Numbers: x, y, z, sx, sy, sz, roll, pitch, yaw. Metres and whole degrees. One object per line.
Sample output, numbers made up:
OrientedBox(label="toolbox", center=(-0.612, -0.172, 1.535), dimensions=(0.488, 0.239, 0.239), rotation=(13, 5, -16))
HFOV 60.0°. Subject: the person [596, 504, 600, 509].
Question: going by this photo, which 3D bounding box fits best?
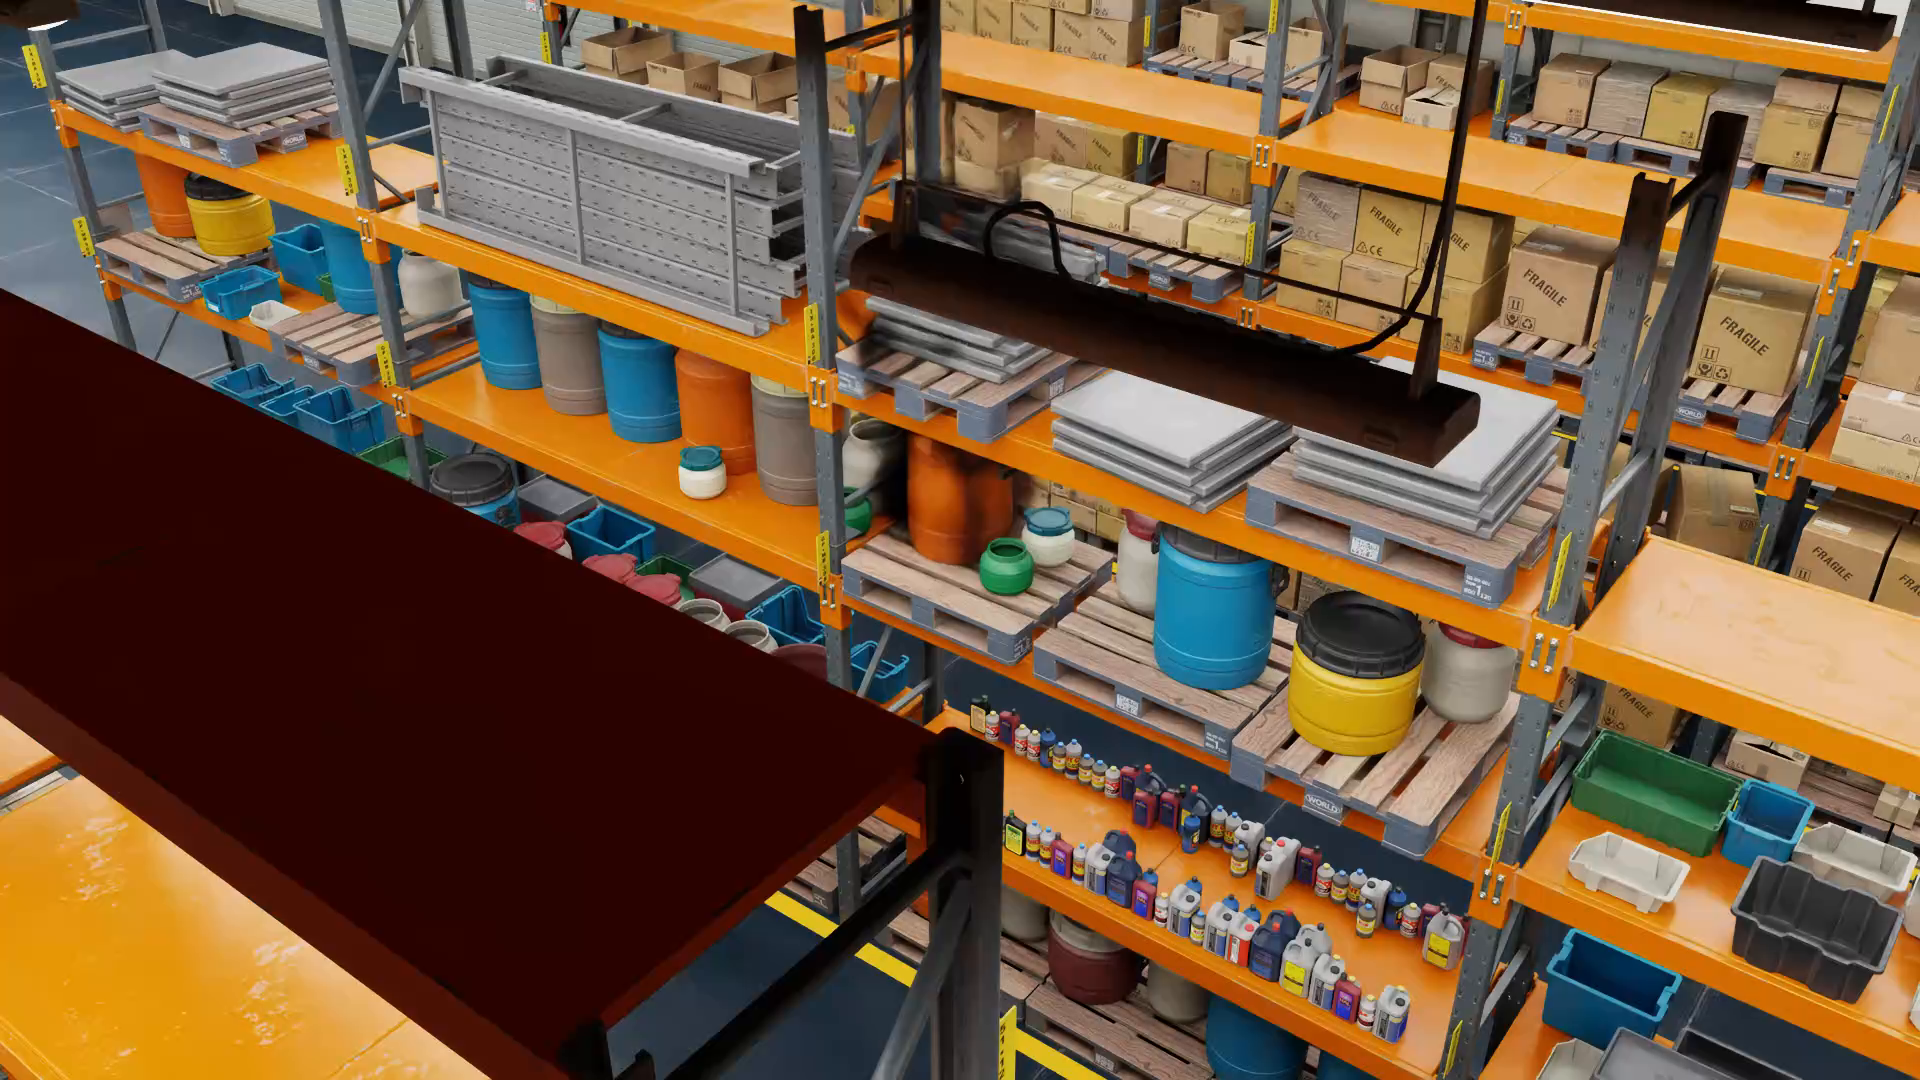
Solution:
OrientedBox(label="person", center=(-3.462, -0.648, 14.769), dimensions=(0.574, 1.634, 0.588), rotation=(21, 37, 30))
